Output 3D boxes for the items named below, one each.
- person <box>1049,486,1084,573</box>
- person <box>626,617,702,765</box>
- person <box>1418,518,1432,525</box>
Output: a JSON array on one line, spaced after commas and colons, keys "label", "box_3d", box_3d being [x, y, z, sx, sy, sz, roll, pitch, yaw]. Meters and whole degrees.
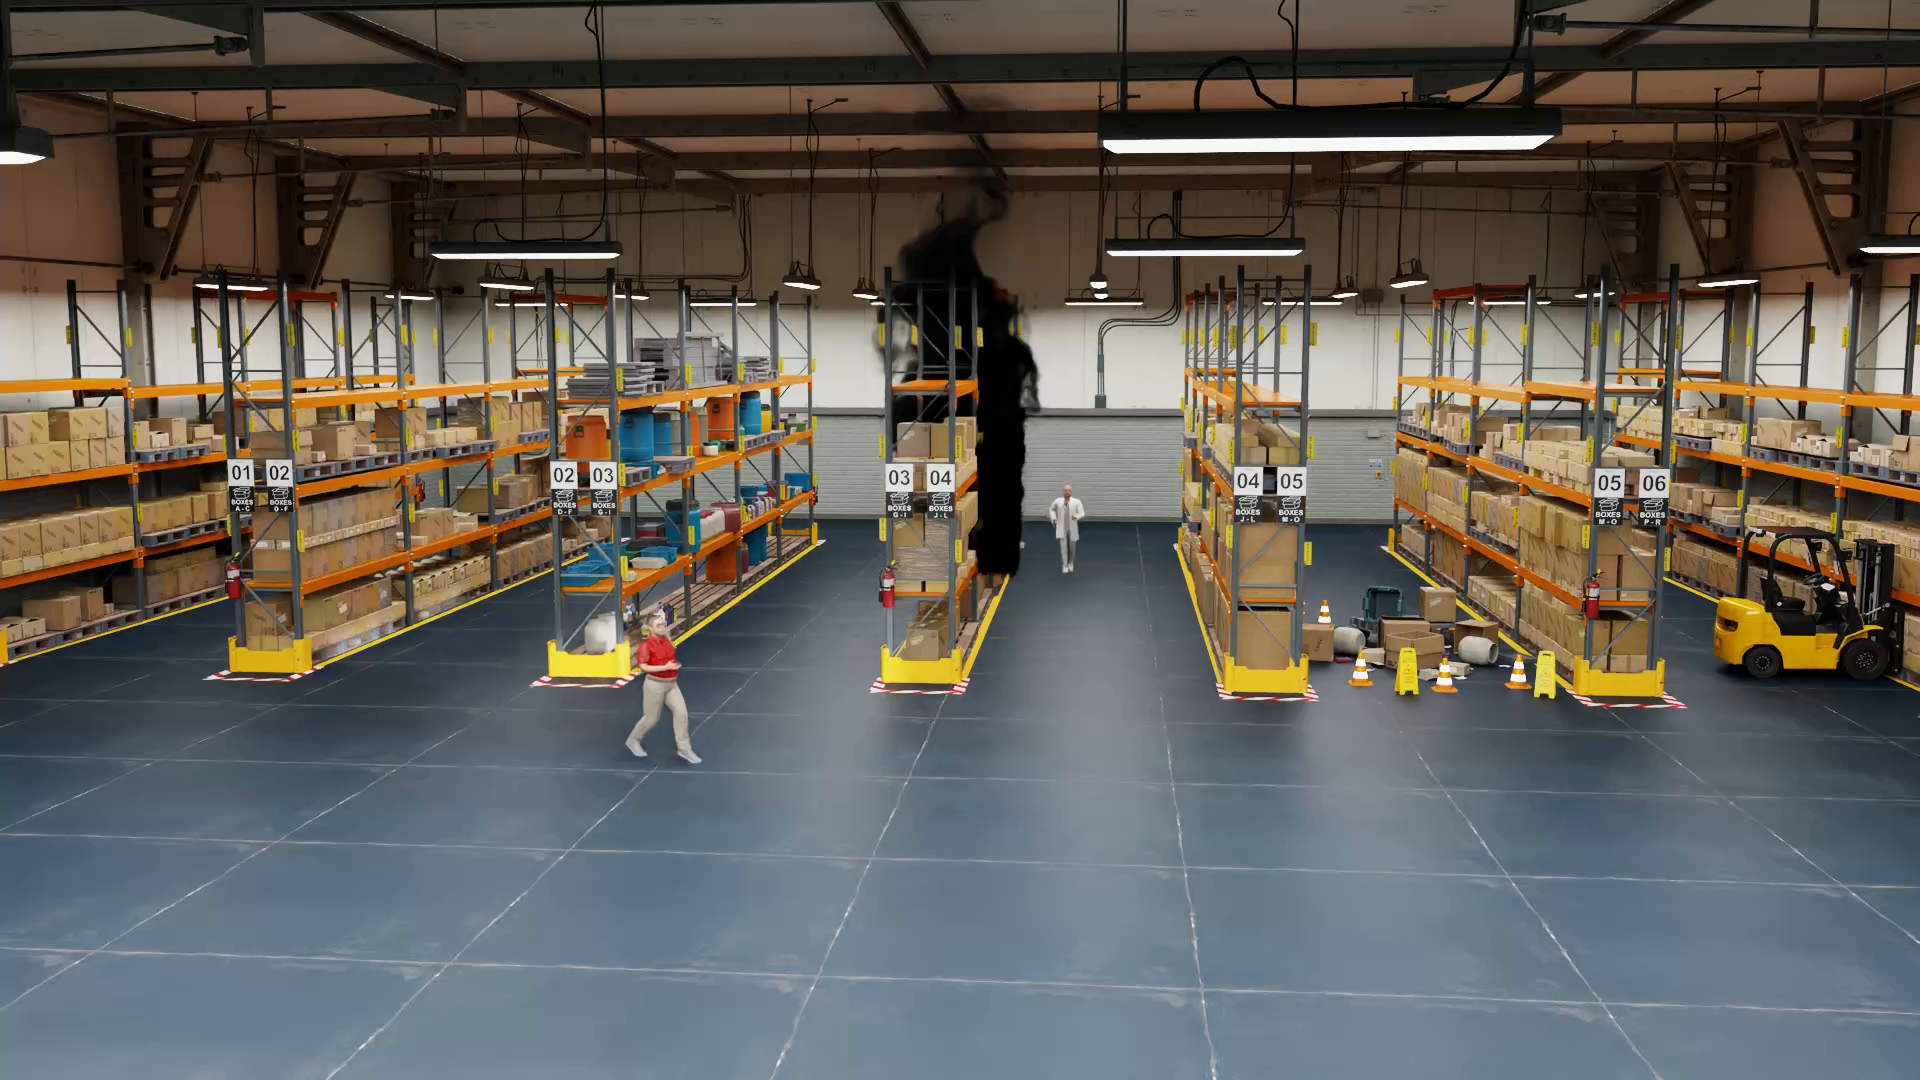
[{"label": "person", "box_3d": [2.149, -0.212, 33.570, 0.720, 1.771, 0.846, 0, 7, 4]}, {"label": "person", "box_3d": [-3.522, 1.766, 19.676, 0.977, 1.740, 0.669, 4, 8, 32]}, {"label": "person", "box_3d": [11.361, -0.728, 40.295, 0.916, 1.739, 0.745, 4, 8, 28]}]
